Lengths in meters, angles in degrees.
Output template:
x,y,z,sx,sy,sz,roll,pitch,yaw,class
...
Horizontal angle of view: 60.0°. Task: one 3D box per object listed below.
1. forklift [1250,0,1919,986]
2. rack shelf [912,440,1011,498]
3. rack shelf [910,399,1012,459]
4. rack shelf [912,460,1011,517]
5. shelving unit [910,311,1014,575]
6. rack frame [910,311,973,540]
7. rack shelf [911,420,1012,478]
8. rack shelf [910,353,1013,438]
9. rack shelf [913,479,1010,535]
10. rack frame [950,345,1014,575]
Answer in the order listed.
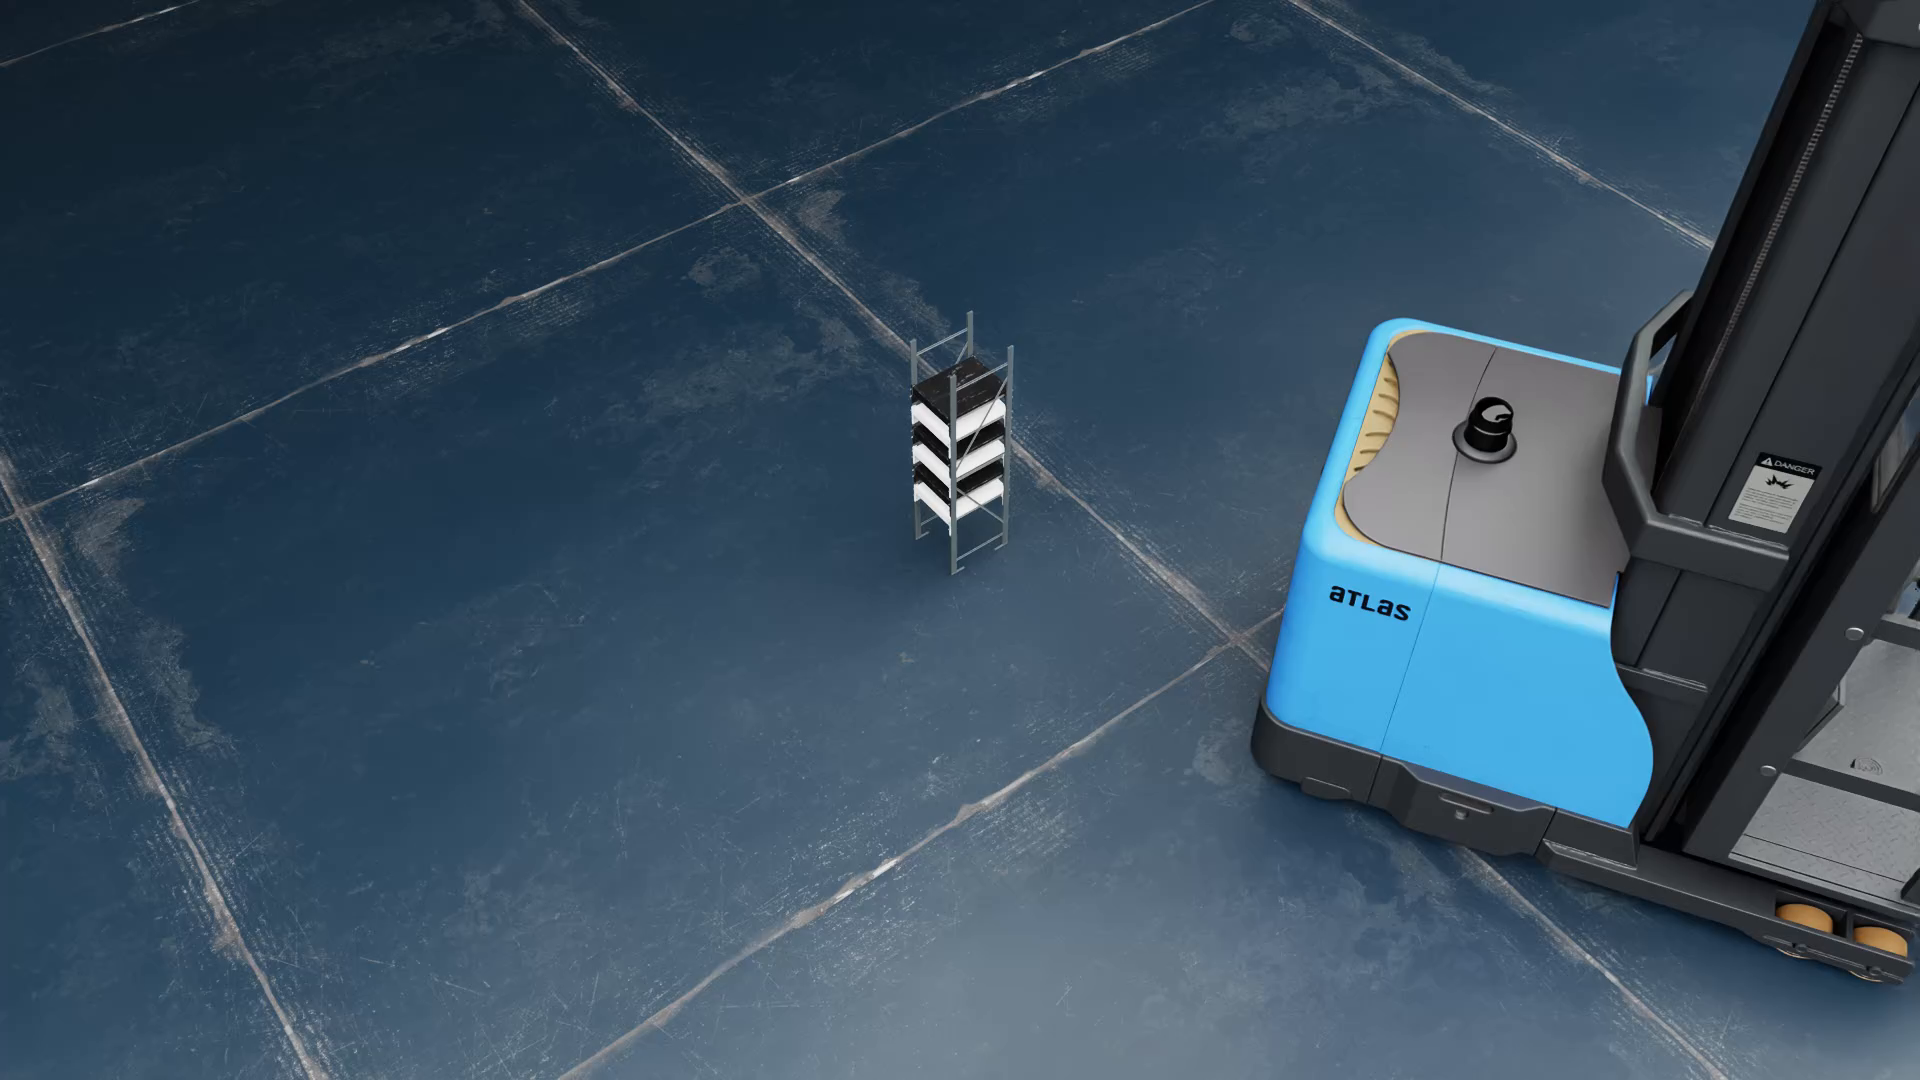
x,y,z,sx,sy,sz,roll,pitch,yaw,class
2.457,-0.206,3.958,3.031,2.935,1.130,16,50,14,forklift
0.005,-0.275,5.437,0.258,0.077,0.200,-29,54,-24,rack shelf
0.005,-0.396,5.304,0.258,0.077,0.200,-29,54,-24,rack shelf
0.005,-0.215,5.504,0.258,0.077,0.200,-29,54,-24,rack shelf
0.005,-0.297,5.412,0.258,0.900,0.210,-29,54,-24,shelving unit
-0.057,-0.357,5.467,0.240,0.900,0.006,-29,54,-24,rack frame
0.005,-0.336,5.370,0.258,0.077,0.200,-29,54,-24,rack shelf
0.005,-0.456,5.237,0.258,0.077,0.200,-29,54,-24,rack shelf
0.005,-0.154,5.570,0.258,0.077,0.200,-29,54,-24,rack shelf
0.066,-0.237,5.358,0.240,0.900,0.006,-29,54,-24,rack frame
